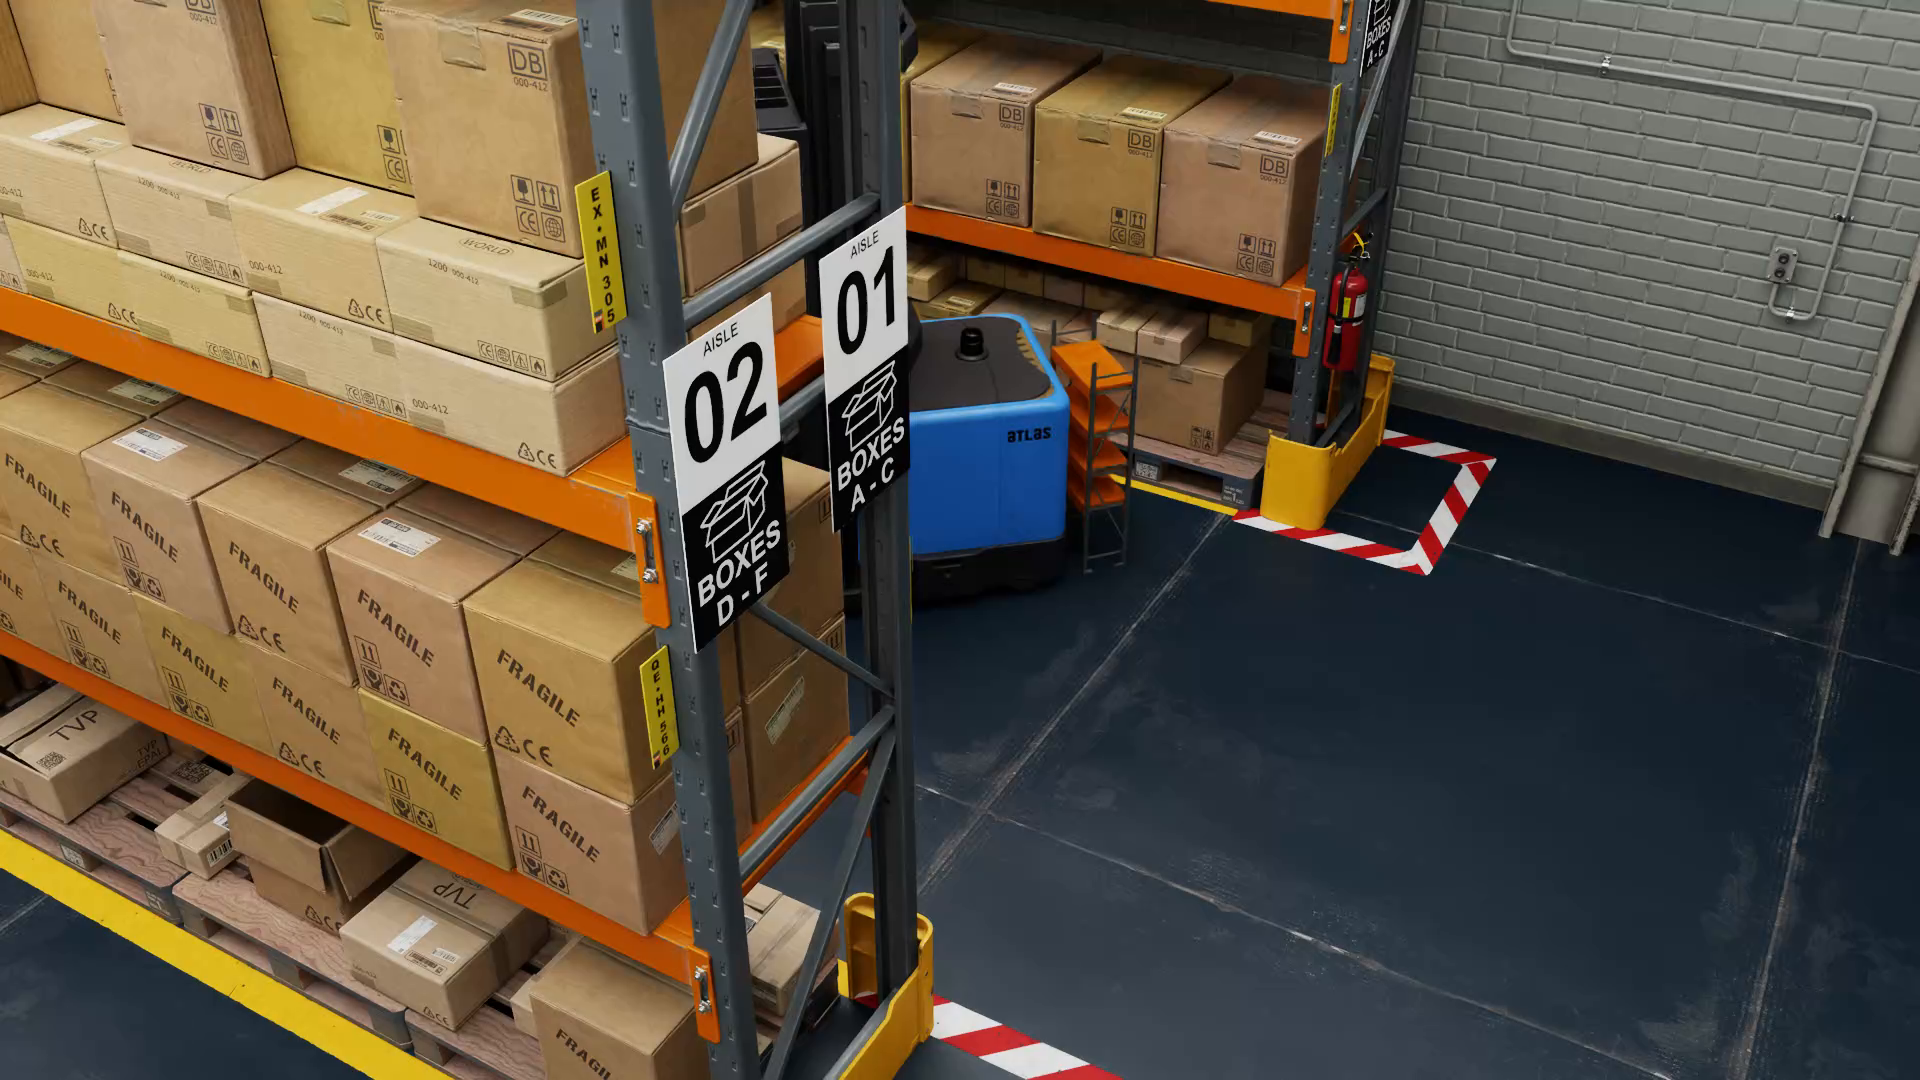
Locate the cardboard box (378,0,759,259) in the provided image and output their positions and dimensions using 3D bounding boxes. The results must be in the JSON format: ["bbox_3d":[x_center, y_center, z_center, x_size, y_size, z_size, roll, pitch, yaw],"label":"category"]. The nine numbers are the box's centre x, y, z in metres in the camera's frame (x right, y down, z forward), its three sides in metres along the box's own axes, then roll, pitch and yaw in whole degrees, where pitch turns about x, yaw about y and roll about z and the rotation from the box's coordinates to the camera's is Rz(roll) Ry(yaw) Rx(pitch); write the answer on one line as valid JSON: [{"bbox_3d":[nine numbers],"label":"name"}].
[{"bbox_3d":[-0.899,-1.073,3.957,0.500,0.500,0.700,18,37,24],"label":"cardboard box"}]

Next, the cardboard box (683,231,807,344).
[{"bbox_3d":[-0.765,-0.683,4.499,0.500,0.250,0.500,18,37,24],"label":"cardboard box"}]

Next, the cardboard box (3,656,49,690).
[{"bbox_3d":[-4.217,0.273,7.492,0.500,0.500,0.500,16,37,22],"label":"cardboard box"}]

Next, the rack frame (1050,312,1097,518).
[{"bbox_3d":[0.569,-0.610,8.583,0.240,1.200,0.015,-11,35,-17],"label":"rack frame"}]

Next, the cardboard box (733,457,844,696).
[{"bbox_3d":[-0.699,0.060,4.962,0.500,0.500,0.500,19,38,26],"label":"cardboard box"}]

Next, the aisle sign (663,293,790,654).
[{"bbox_3d":[-0.538,-0.149,3.923,0.004,0.787,0.394,18,37,24],"label":"aisle sign"}]

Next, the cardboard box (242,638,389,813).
[{"bbox_3d":[-1.851,0.452,5.275,0.500,0.500,0.500,18,38,25],"label":"cardboard box"}]

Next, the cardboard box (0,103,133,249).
[{"bbox_3d":[-2.321,-1.057,4.610,0.500,0.250,0.500,18,37,24],"label":"cardboard box"}]

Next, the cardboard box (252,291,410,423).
[{"bbox_3d":[-1.450,-0.577,4.339,0.500,0.250,0.500,18,37,24],"label":"cardboard box"}]

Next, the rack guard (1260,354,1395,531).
[{"bbox_3d":[2.031,-0.571,9.157,0.348,0.500,1.175,18,37,24],"label":"rack guard"}]

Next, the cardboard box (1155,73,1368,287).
[{"bbox_3d":[1.562,-1.879,8.594,0.700,0.700,0.980,19,38,26],"label":"cardboard box"}]

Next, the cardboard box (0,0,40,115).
[{"bbox_3d":[-2.676,-1.584,4.724,0.500,0.500,0.700,18,37,24],"label":"cardboard box"}]

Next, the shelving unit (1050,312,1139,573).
[{"bbox_3d":[0.653,-0.483,8.392,0.258,1.200,0.503,-11,35,-17],"label":"shelving unit"}]

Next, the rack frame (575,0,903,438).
[{"bbox_3d":[-0.445,-1.731,3.230,0.127,3.000,1.000,18,37,24],"label":"rack frame"}]

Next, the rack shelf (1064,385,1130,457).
[{"bbox_3d":[0.653,-0.613,8.306,0.258,0.148,0.480,-11,35,-17],"label":"rack shelf"}]

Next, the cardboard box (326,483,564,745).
[{"bbox_3d":[-1.407,0.180,4.781,0.500,0.500,0.500,19,38,26],"label":"cardboard box"}]

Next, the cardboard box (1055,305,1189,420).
[{"bbox_3d":[0.918,-1.035,9.474,0.500,0.500,0.700,17,37,24],"label":"cardboard box"}]

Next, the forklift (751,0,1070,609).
[{"bbox_3d":[-1.035,-1.083,7.731,3.031,2.935,1.130,-7,34,-10],"label":"forklift"}]

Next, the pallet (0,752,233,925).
[{"bbox_3d":[-3.322,1.016,7.033,1.213,0.211,1.003,18,37,24],"label":"pallet"}]

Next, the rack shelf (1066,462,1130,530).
[{"bbox_3d":[0.653,-0.261,8.540,0.258,0.148,0.480,-11,35,-17],"label":"rack shelf"}]

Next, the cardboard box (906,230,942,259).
[{"bbox_3d":[-0.204,-1.787,10.019,0.250,0.149,0.380,16,37,23],"label":"cardboard box"}]

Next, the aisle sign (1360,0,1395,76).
[{"bbox_3d":[1.923,-2.536,7.507,0.004,0.787,0.394,18,37,24],"label":"aisle sign"}]

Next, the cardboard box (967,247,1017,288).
[{"bbox_3d":[0.239,-1.647,9.808,0.250,0.149,0.380,17,37,24],"label":"cardboard box"}]

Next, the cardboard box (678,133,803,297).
[{"bbox_3d":[-0.762,-0.894,4.365,0.500,0.250,0.500,18,37,24],"label":"cardboard box"}]

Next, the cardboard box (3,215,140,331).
[{"bbox_3d":[-2.317,-0.853,4.754,0.500,0.250,0.500,18,37,24],"label":"cardboard box"}]

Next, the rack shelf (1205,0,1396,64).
[{"bbox_3d":[0.273,-3.118,8.668,4.000,0.370,1.077,18,37,24],"label":"rack shelf"}]

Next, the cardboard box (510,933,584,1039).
[{"bbox_3d":[-1.346,1.577,5.835,0.250,0.166,0.380,18,37,24],"label":"cardboard box"}]

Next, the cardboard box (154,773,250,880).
[{"bbox_3d":[-2.905,1.115,6.528,0.250,0.166,0.380,18,37,24],"label":"cardboard box"}]

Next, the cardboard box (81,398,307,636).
[{"bbox_3d":[-2.305,-0.102,5.204,0.500,0.500,0.500,19,38,26],"label":"cardboard box"}]

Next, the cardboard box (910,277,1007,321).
[{"bbox_3d":[0.014,-1.316,9.896,0.500,0.500,0.700,18,38,25],"label":"cardboard box"}]

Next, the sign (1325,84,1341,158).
[{"bbox_3d":[1.729,-1.942,7.701,0.005,0.325,0.100,18,37,24],"label":"sign"}]

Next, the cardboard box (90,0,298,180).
[{"bbox_3d":[-1.778,-1.338,4.354,0.500,0.500,0.700,18,37,24],"label":"cardboard box"}]

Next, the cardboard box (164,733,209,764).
[{"bbox_3d":[-3.282,0.544,7.085,0.500,0.500,0.500,18,37,24],"label":"cardboard box"}]

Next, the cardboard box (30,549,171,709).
[{"bbox_3d":[-2.731,0.174,5.692,0.500,0.500,0.500,17,37,24],"label":"cardboard box"}]

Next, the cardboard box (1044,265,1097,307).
[{"bbox_3d":[0.682,-1.507,9.597,0.250,0.149,0.380,18,38,25],"label":"cardboard box"}]

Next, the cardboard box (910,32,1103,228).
[{"bbox_3d":[0.268,-2.288,9.208,0.700,0.700,0.980,16,37,22],"label":"cardboard box"}]

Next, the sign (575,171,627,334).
[{"bbox_3d":[-0.738,-0.589,3.423,0.005,0.325,0.100,18,37,24],"label":"sign"}]

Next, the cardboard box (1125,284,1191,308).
[{"bbox_3d":[1.120,-1.368,9.389,0.250,0.149,0.380,18,38,25],"label":"cardboard box"}]

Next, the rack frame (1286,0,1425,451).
[{"bbox_3d":[2.010,-1.618,8.474,0.127,3.000,1.000,18,37,24],"label":"rack frame"}]

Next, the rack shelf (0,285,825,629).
[{"bbox_3d":[-2.181,-0.733,5.087,4.000,0.370,1.077,18,37,24],"label":"rack shelf"}]

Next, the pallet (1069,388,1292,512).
[{"bbox_3d":[1.277,-0.640,9.521,1.213,0.211,1.003,18,37,24],"label":"pallet"}]

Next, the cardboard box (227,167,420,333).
[{"bbox_3d":[-1.452,-0.784,4.199,0.500,0.250,0.500,18,37,24],"label":"cardboard box"}]

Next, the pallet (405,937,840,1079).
[{"bbox_3d":[-1.203,1.687,6.026,1.213,0.211,1.003,18,37,24],"label":"pallet"}]

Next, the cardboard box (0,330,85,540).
[{"bbox_3d":[-3.200,-0.385,5.629,0.500,0.500,0.500,16,37,23],"label":"cardboard box"}]

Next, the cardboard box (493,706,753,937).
[{"bbox_3d":[-0.969,0.733,4.853,0.500,0.500,0.500,19,38,26],"label":"cardboard box"}]

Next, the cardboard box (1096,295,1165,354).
[{"bbox_3d":[0.928,-1.185,9.114,0.250,0.149,0.380,19,38,26],"label":"cardboard box"}]

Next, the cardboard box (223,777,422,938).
[{"bbox_3d":[-2.284,1.036,6.343,0.637,0.503,0.797,18,37,24],"label":"cardboard box"}]

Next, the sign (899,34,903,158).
[{"bbox_3d":[-0.176,-1.107,4.211,0.005,0.325,0.100,18,37,24],"label":"sign"}]

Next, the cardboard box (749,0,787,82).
[{"bbox_3d":[-1.000,-2.686,9.807,0.700,0.700,0.980,18,38,25],"label":"cardboard box"}]

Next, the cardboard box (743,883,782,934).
[{"bbox_3d":[-0.855,1.413,6.081,0.250,0.166,0.380,18,37,24],"label":"cardboard box"}]

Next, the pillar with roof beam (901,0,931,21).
[{"bbox_3d":[-2.562,-3.368,5.688,0.400,9.000,9.100,18,37,24],"label":"pillar with roof beam"}]
